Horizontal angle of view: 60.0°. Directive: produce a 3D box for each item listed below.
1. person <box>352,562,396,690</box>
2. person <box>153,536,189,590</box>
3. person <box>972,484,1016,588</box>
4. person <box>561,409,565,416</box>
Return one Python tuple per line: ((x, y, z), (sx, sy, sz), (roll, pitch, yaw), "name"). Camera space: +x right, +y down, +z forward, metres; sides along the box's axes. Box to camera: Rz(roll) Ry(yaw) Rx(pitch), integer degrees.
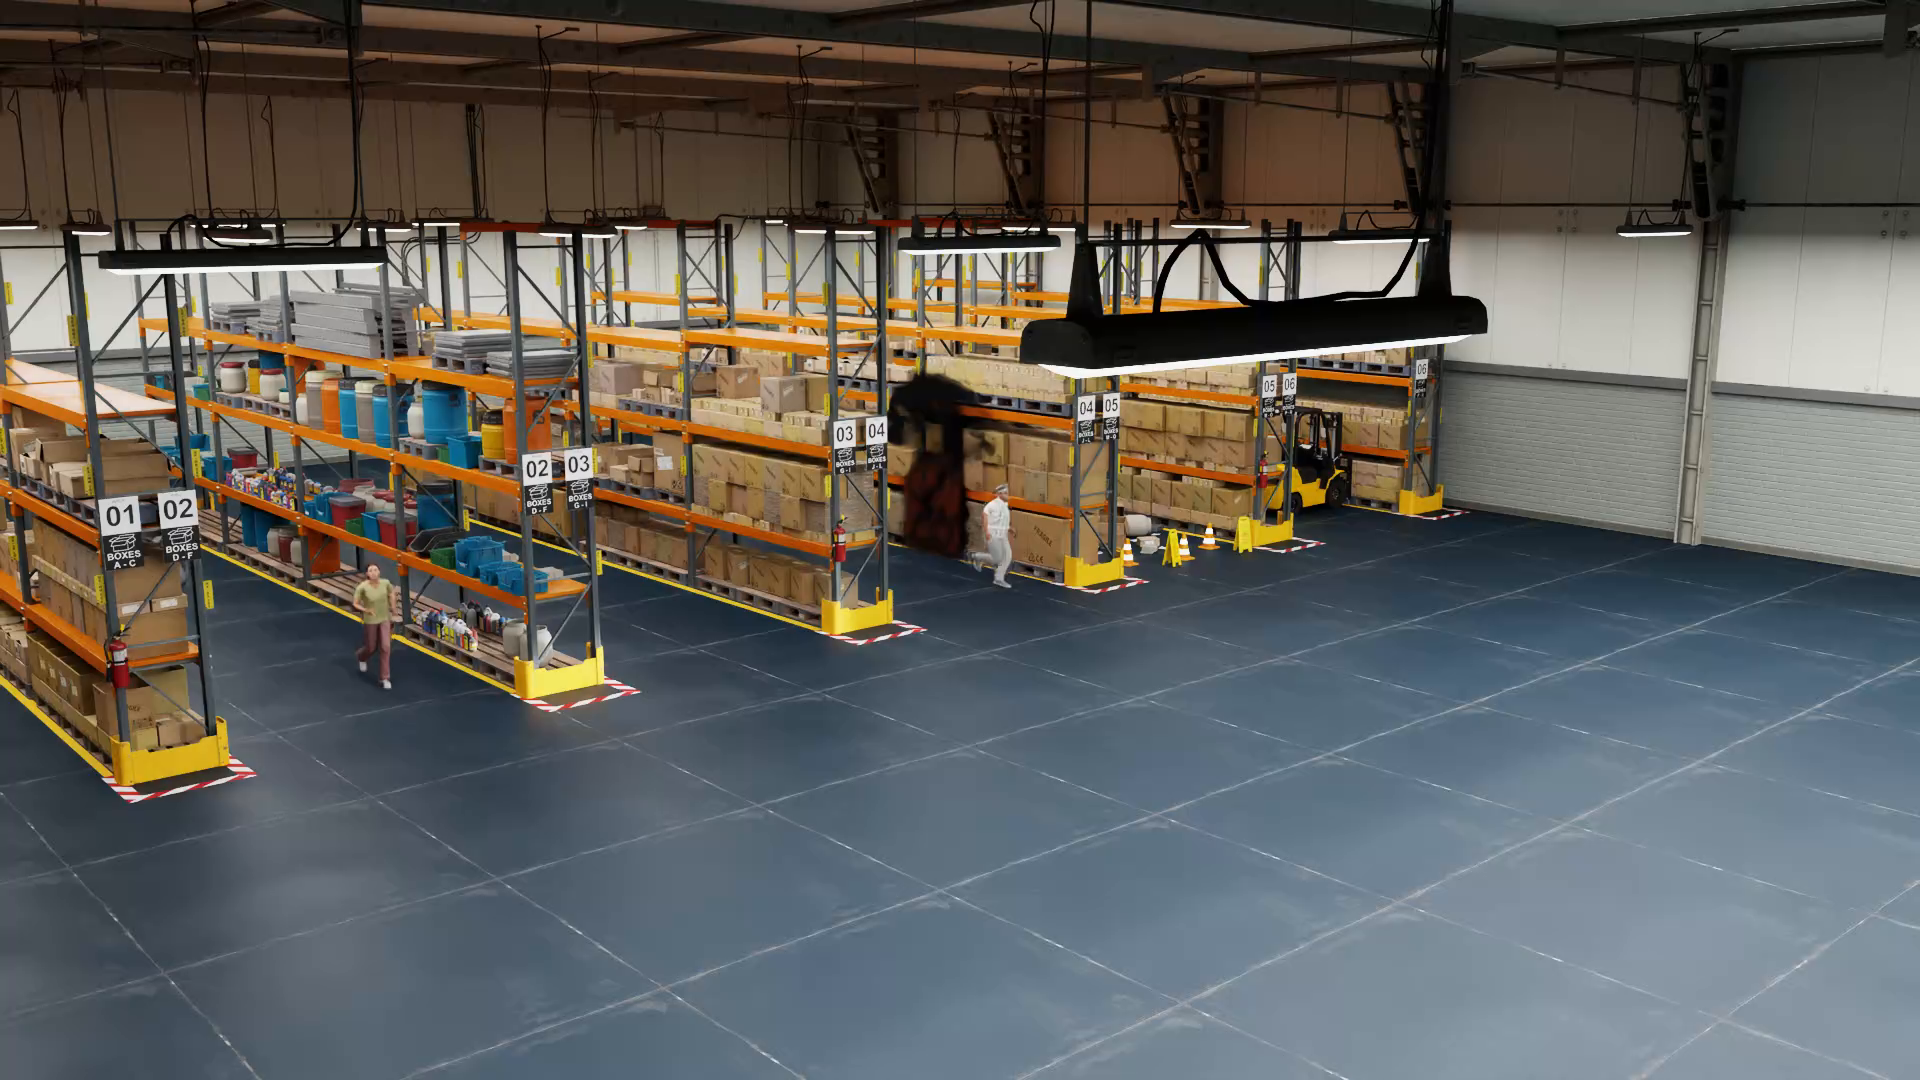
((-7.821, 1.101, 22.265), (0.587, 1.672, 0.910), (-7, 14, -33), "person")
((-12.284, 0.347, 26.127), (0.662, 1.578, 0.506), (8, 14, 34), "person")
((0.567, -0.089, 27.761), (0.726, 1.750, 0.693), (6, 13, 29), "person")
((-9.251, -2.262, 38.912), (0.683, 1.647, 0.503), (-6, 13, -26), "person")
